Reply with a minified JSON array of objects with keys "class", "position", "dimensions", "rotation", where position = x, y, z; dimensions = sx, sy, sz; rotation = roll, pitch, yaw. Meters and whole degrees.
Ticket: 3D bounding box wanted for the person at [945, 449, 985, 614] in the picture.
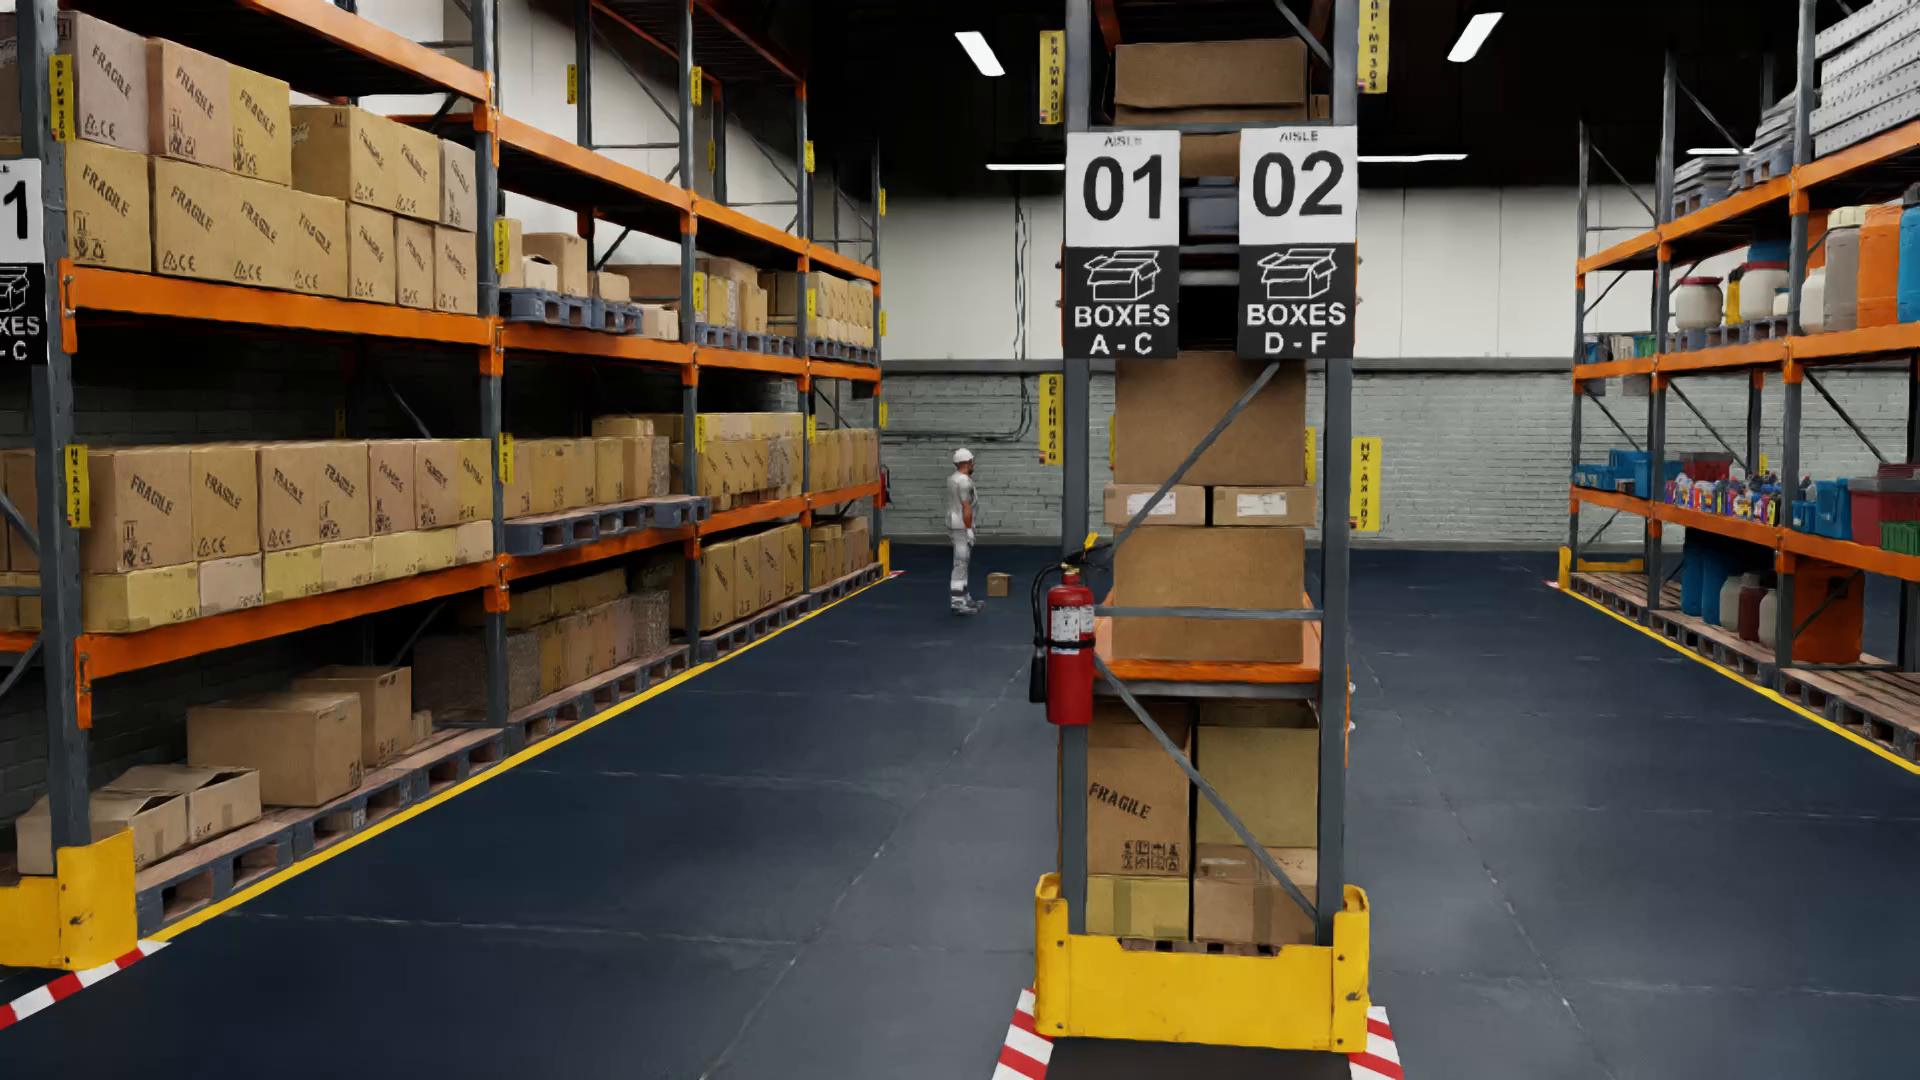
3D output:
[{"class":"person","position":[0.084,-0.109,18.315],"dimensions":[0.465,1.794,0.620],"rotation":[-1,5,-14]}]
